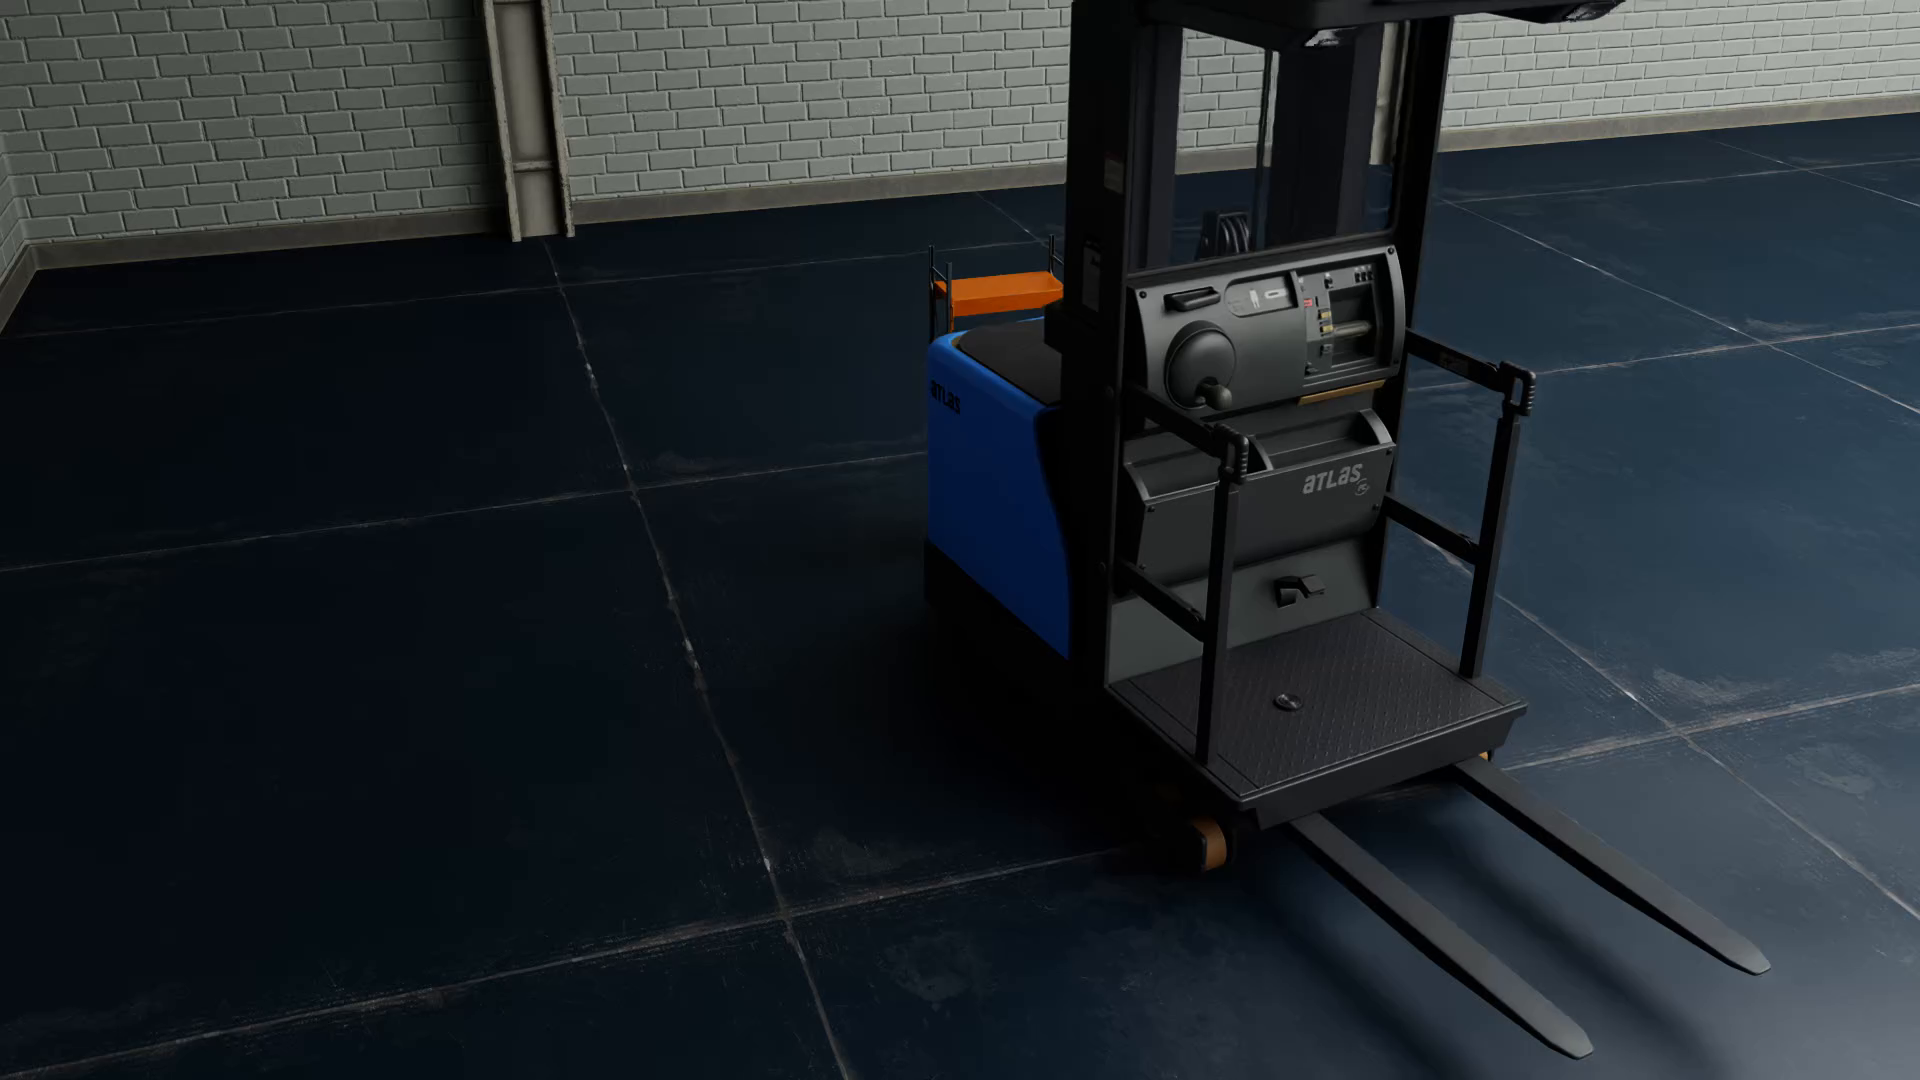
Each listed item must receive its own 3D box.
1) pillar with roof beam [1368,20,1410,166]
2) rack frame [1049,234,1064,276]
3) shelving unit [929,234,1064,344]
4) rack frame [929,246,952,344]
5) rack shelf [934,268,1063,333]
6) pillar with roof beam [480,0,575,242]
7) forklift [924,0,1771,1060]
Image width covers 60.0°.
[{"bbox_3d":[4.331,-5.024,6.750,0.400,9.000,9.100,-8,28,-16],"label":"pillar with roof beam"},{"bbox_3d":[0.389,-0.594,6.597,0.015,1.200,0.240,-8,28,-16],"label":"rack frame"},{"bbox_3d":[0.157,-0.560,6.529,0.503,1.200,0.258,-8,28,-16],"label":"shelving unit"},{"bbox_3d":[-0.075,-0.527,6.461,0.015,1.200,0.240,-8,28,-16],"label":"rack frame"},{"bbox_3d":[0.157,-0.912,6.354,0.480,0.148,0.258,-8,28,-16],"label":"rack shelf"},{"bbox_3d":[-1.374,-4.198,5.086,0.400,9.000,9.100,-8,28,-16],"label":"pillar with roof beam"},{"bbox_3d":[1.006,-0.579,4.621,1.130,2.935,3.031,-13,29,-25],"label":"forklift"}]
